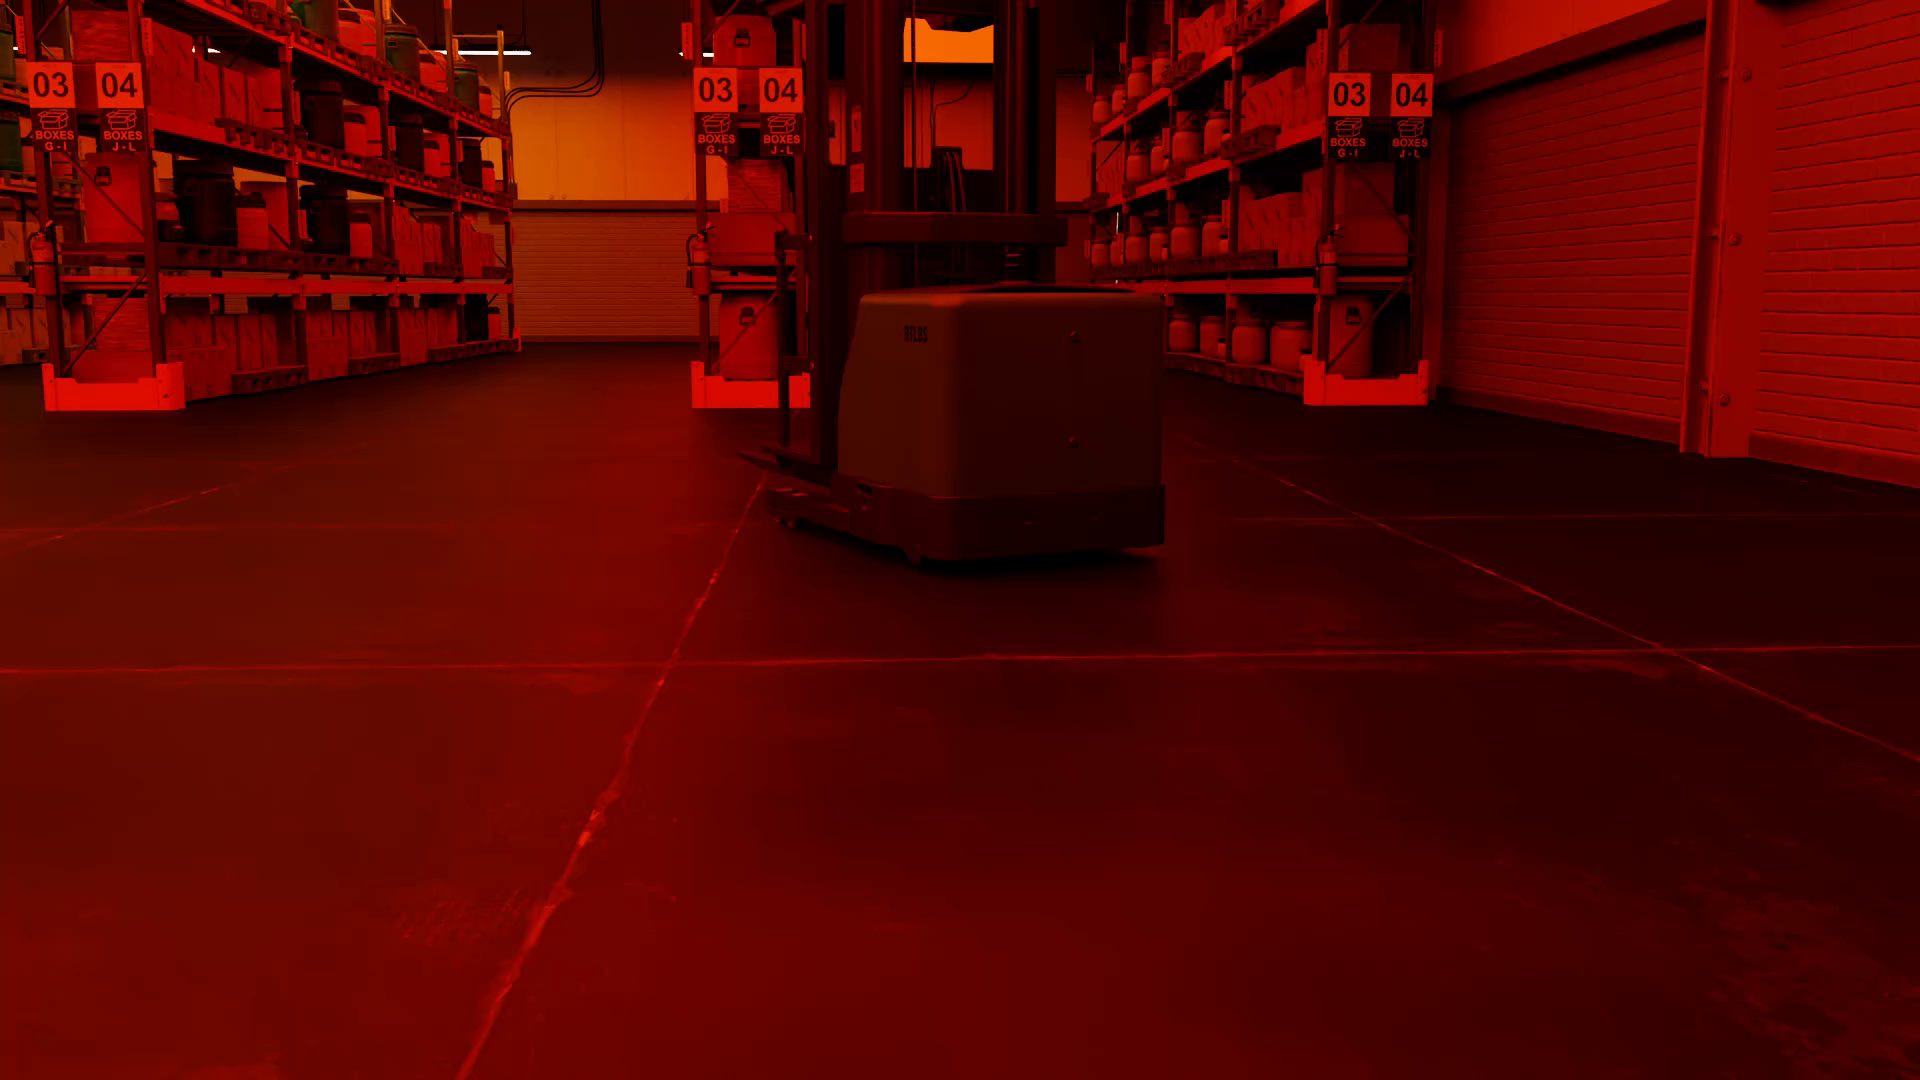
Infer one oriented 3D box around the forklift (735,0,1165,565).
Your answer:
[{"bbox_3d":[-0.264,-1.530,7.637,1.130,2.935,3.031,-4,9,-25],"label":"forklift"}]
